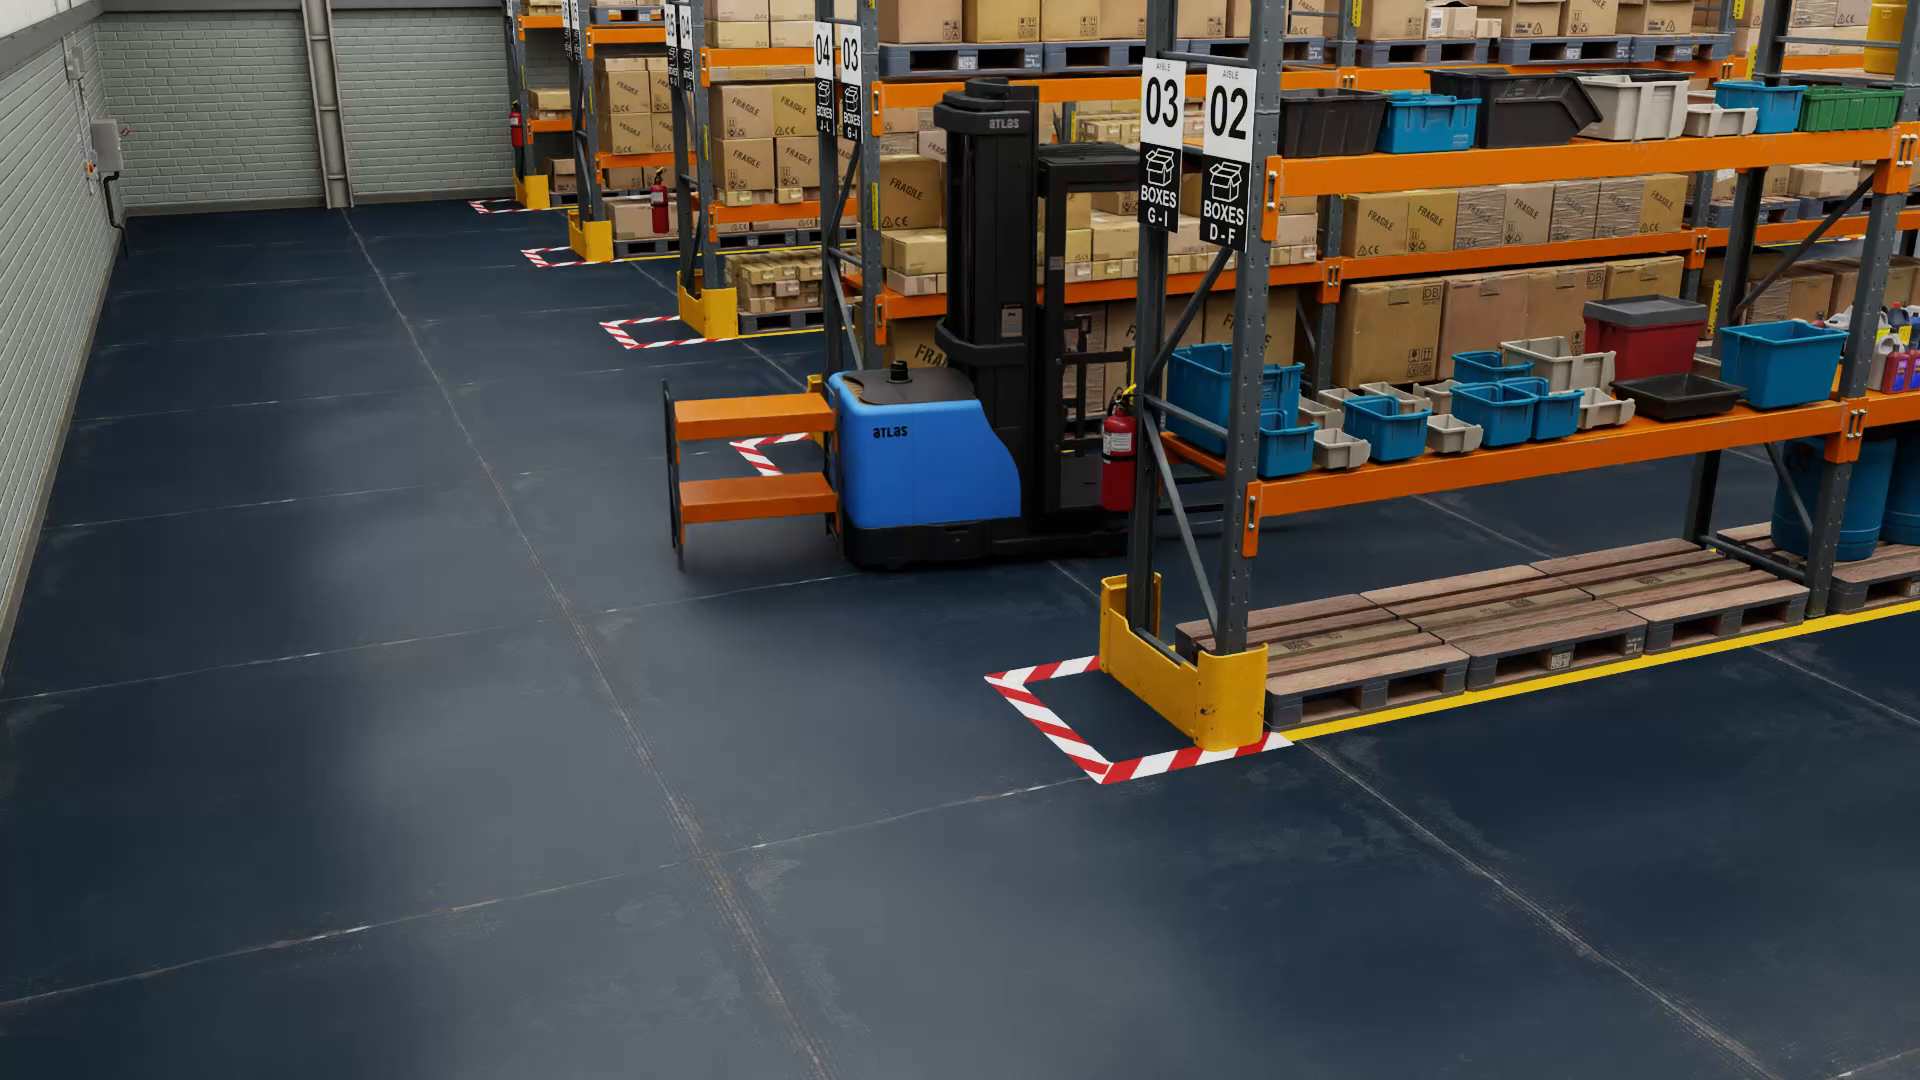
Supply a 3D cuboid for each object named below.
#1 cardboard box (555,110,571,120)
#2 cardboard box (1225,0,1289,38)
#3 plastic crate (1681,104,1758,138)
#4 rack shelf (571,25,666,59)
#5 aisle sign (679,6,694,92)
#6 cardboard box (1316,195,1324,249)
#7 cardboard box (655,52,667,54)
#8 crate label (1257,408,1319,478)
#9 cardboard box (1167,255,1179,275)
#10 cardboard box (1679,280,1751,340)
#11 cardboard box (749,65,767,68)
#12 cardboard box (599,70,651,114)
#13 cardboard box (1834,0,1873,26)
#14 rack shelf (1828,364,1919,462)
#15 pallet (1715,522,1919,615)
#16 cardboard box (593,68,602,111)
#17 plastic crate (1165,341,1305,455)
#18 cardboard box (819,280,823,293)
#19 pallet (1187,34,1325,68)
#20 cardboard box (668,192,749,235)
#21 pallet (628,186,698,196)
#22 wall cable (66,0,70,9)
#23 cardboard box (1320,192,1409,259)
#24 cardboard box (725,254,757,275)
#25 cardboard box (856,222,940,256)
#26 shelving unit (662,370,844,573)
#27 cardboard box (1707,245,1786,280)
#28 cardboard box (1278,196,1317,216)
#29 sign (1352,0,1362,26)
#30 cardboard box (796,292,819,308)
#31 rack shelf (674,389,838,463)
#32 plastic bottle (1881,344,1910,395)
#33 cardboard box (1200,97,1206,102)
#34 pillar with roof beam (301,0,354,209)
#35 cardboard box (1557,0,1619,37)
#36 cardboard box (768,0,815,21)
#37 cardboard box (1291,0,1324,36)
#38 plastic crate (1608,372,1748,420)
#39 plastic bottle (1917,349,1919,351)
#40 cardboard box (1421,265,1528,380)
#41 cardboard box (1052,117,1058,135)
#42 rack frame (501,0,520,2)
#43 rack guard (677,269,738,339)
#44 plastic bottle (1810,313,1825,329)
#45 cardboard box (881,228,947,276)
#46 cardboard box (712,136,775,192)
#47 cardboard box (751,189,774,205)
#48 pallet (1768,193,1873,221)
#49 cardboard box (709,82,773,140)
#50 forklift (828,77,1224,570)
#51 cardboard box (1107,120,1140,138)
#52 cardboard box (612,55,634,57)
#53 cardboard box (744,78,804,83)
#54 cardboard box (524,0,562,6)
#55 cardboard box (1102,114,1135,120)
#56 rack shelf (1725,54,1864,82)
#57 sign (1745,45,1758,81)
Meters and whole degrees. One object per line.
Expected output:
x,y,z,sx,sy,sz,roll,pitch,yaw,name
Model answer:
-6.088,-6.519,25.397,0.250,0.149,0.380,-8,21,-21,cardboard box
2.159,-4.207,13.004,0.500,0.500,0.700,-9,22,-25,cardboard box
3.799,-2.118,8.400,0.466,0.136,0.293,-8,21,-22,plastic crate
-2.908,-6.455,21.406,4.000,0.370,1.077,-8,21,-22,rack shelf
-2.639,-4.746,16.069,0.004,0.787,0.394,-8,21,-22,aisle sign
3.175,-2.813,14.344,0.500,0.500,0.500,-8,21,-22,cardboard box
-4.514,-7.465,26.355,0.500,0.500,0.500,-9,21,-23,cardboard box
1.500,-0.466,7.990,0.303,0.233,0.416,-8,21,-22,crate label
1.524,-2.193,13.113,0.250,0.149,0.380,-9,21,-23,cardboard box
7.134,-2.270,16.053,0.500,0.500,0.700,-9,21,-25,cardboard box
-2.647,-6.144,21.323,0.250,0.149,0.380,-8,21,-22,cardboard box
-4.191,-5.612,20.788,0.500,0.500,0.500,-9,21,-23,cardboard box
7.986,-4.962,15.179,0.500,0.500,0.500,-9,21,-23,cardboard box
6.652,-1.034,10.526,4.000,0.370,1.077,-8,21,-22,rack shelf
5.541,0.116,10.375,1.213,0.211,1.003,-8,21,-22,pallet
-4.396,-5.772,21.241,0.500,0.500,0.500,-7,21,-20,cardboard box
1.376,-0.730,8.436,0.499,0.435,0.616,-8,21,-22,plastic crate
-1.366,-2.684,17.339,0.250,0.149,0.380,-7,21,-20,cardboard box
2.098,-3.890,13.169,1.213,0.211,1.003,-8,21,-22,pallet
-3.341,-4.347,22.076,0.875,0.438,0.875,-8,21,-20,cardboard box
-4.794,-5.589,26.578,1.213,0.211,1.003,-8,21,-22,pallet
-10.151,-7.342,18.325,0.029,3.000,2.355,-8,21,-22,wall cable
3.375,-2.652,13.888,0.500,0.500,0.500,-8,21,-22,cardboard box
-2.305,-2.901,17.510,0.250,0.149,0.380,-8,21,-21,cardboard box
-0.479,-2.309,12.841,0.500,0.250,0.500,-9,21,-23,cardboard box
-1.315,-0.449,10.604,1.048,1.125,0.538,-5,20,-13,shelving unit
7.613,-2.699,16.145,0.500,0.250,0.500,-6,20,-16,cardboard box
2.538,-2.902,13.397,0.500,0.500,0.500,-8,21,-20,cardboard box
3.075,-4.148,12.872,0.005,0.325,0.100,-8,21,-22,sign
-1.650,-2.539,17.378,0.250,0.149,0.380,-8,21,-21,cardboard box
-1.315,-0.725,10.506,1.000,0.278,0.538,-5,20,-13,rack shelf
5.321,-0.974,9.446,0.133,0.283,0.061,-8,21,-22,plastic bottle
3.582,-6.614,24.059,0.500,0.500,0.500,-7,21,-19,cardboard box
-7.841,-8.067,20.384,0.400,9.000,9.100,-8,21,-22,pillar with roof beam
5.237,-4.565,14.170,0.500,0.500,0.500,-7,21,-19,cardboard box
-1.706,-5.248,16.367,0.500,0.250,0.500,-8,21,-23,cardboard box
3.777,-5.913,18.631,0.500,0.500,0.500,-8,21,-22,cardboard box
3.894,-0.780,9.044,0.590,0.125,0.437,-8,21,-22,plastic crate
5.661,-1.045,9.773,0.097,0.201,0.097,0,19,0,plastic bottle
4.254,-2.025,14.823,0.875,0.875,1.225,-9,21,-24,cardboard box
1.308,-5.819,23.259,0.500,0.250,0.500,-8,21,-22,cardboard box
-6.714,-9.460,24.339,0.127,3.000,1.000,-8,21,-22,rack frame
-2.621,-2.452,17.232,0.348,0.500,1.175,-8,21,-22,rack guard
5.244,-1.250,10.232,0.133,0.283,0.061,-8,21,-22,plastic bottle
-0.271,-2.145,12.376,0.500,0.250,0.500,-9,21,-23,cardboard box
-2.169,-3.783,16.651,0.500,0.500,0.500,-7,21,-19,cardboard box
-2.046,-3.491,16.798,0.250,0.149,0.380,-7,21,-20,cardboard box
8.328,-3.330,16.251,1.213,0.211,1.003,-8,21,-22,pallet
-2.173,-4.258,16.494,0.500,0.500,0.500,-8,21,-22,cardboard box
0.697,-1.441,10.701,3.031,2.935,1.130,-5,20,-13,forklift
1.779,-4.457,18.014,0.250,0.149,0.380,-8,21,-20,cardboard box
-4.271,-6.091,21.171,0.250,0.149,0.380,-8,21,-21,cardboard box
-1.904,-4.482,17.132,0.500,0.500,0.500,-9,21,-24,cardboard box
-6.198,-8.089,24.742,0.500,0.250,0.500,-8,21,-23,cardboard box
1.758,-4.688,18.671,0.250,0.149,0.380,-9,21,-24,cardboard box
8.363,-4.486,15.812,4.000,0.370,1.077,-8,21,-22,rack shelf
4.600,-2.698,9.637,0.005,0.325,0.100,-8,21,-22,sign
